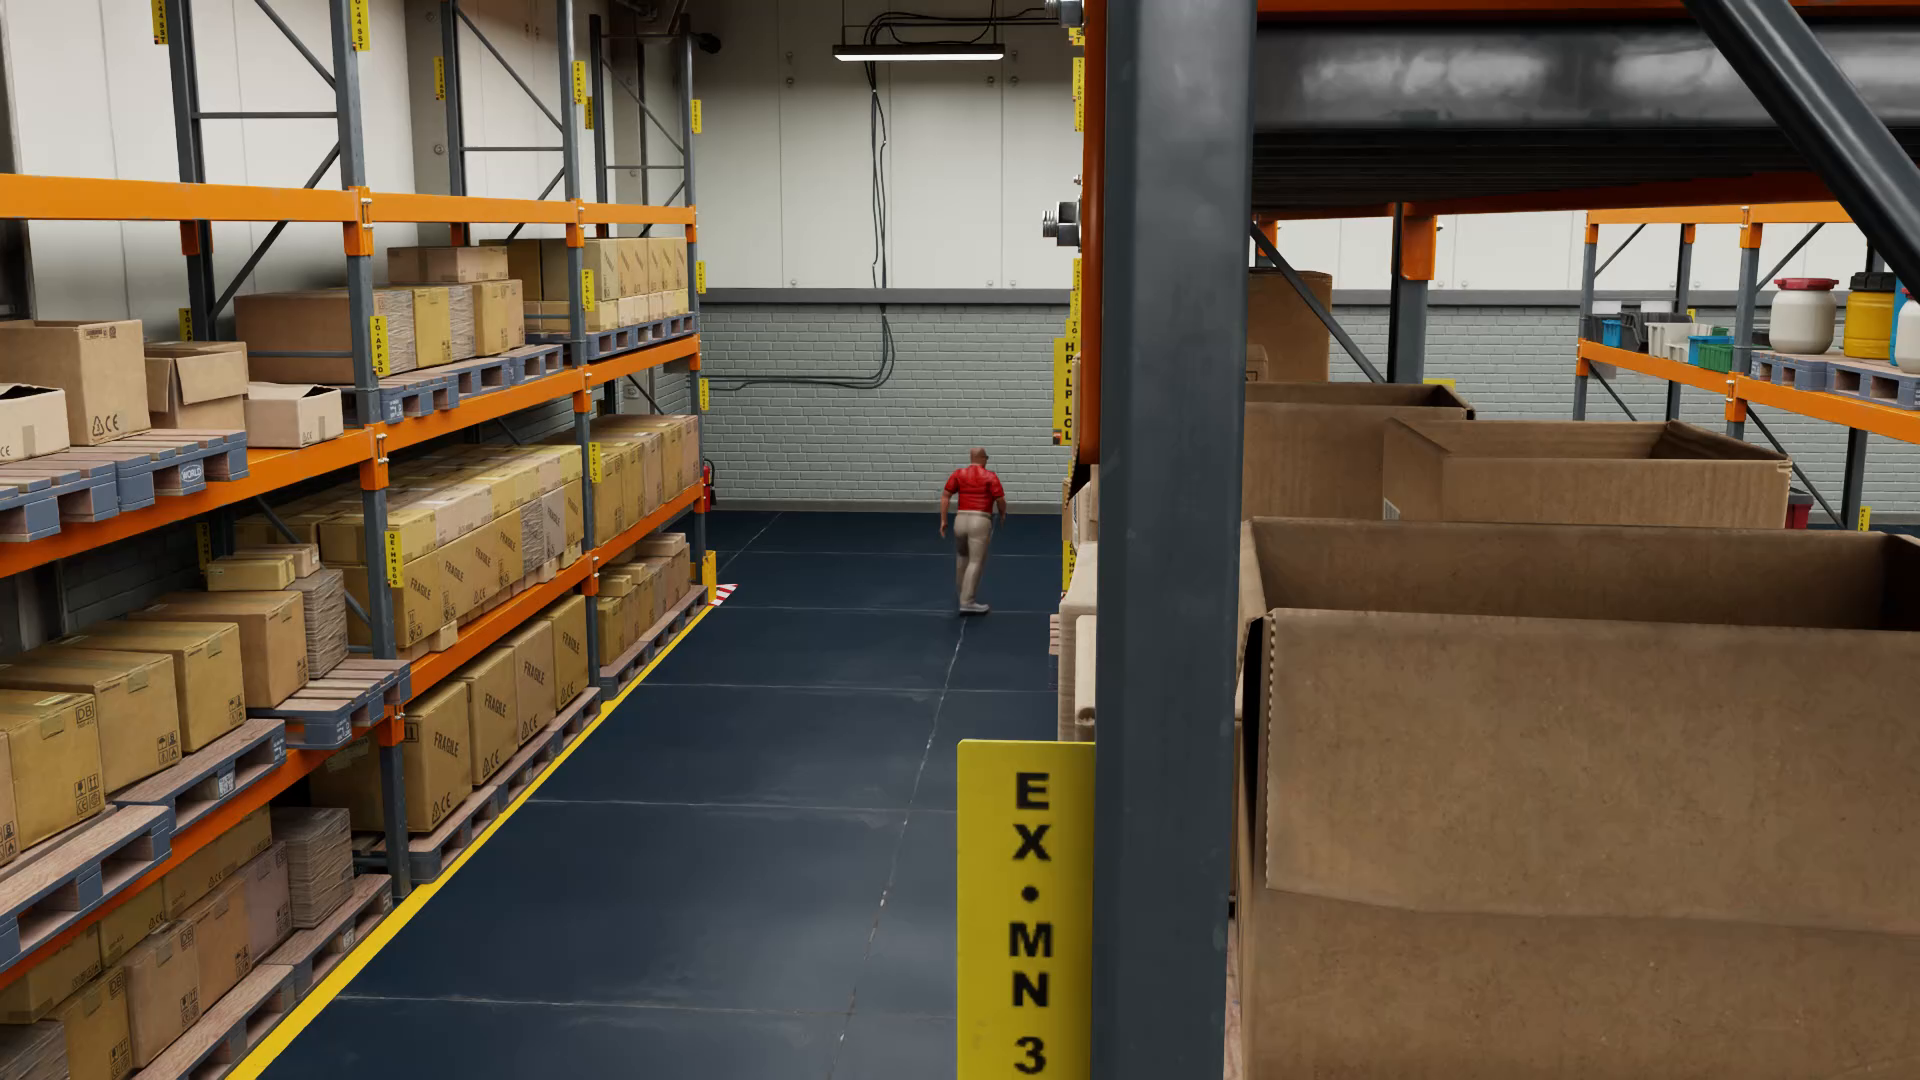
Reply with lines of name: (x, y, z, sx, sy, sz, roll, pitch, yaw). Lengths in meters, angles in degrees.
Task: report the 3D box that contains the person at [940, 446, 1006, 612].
person: (0.107, -0.136, 17.260, 0.702, 1.660, 0.837, 7, 12, 31)
